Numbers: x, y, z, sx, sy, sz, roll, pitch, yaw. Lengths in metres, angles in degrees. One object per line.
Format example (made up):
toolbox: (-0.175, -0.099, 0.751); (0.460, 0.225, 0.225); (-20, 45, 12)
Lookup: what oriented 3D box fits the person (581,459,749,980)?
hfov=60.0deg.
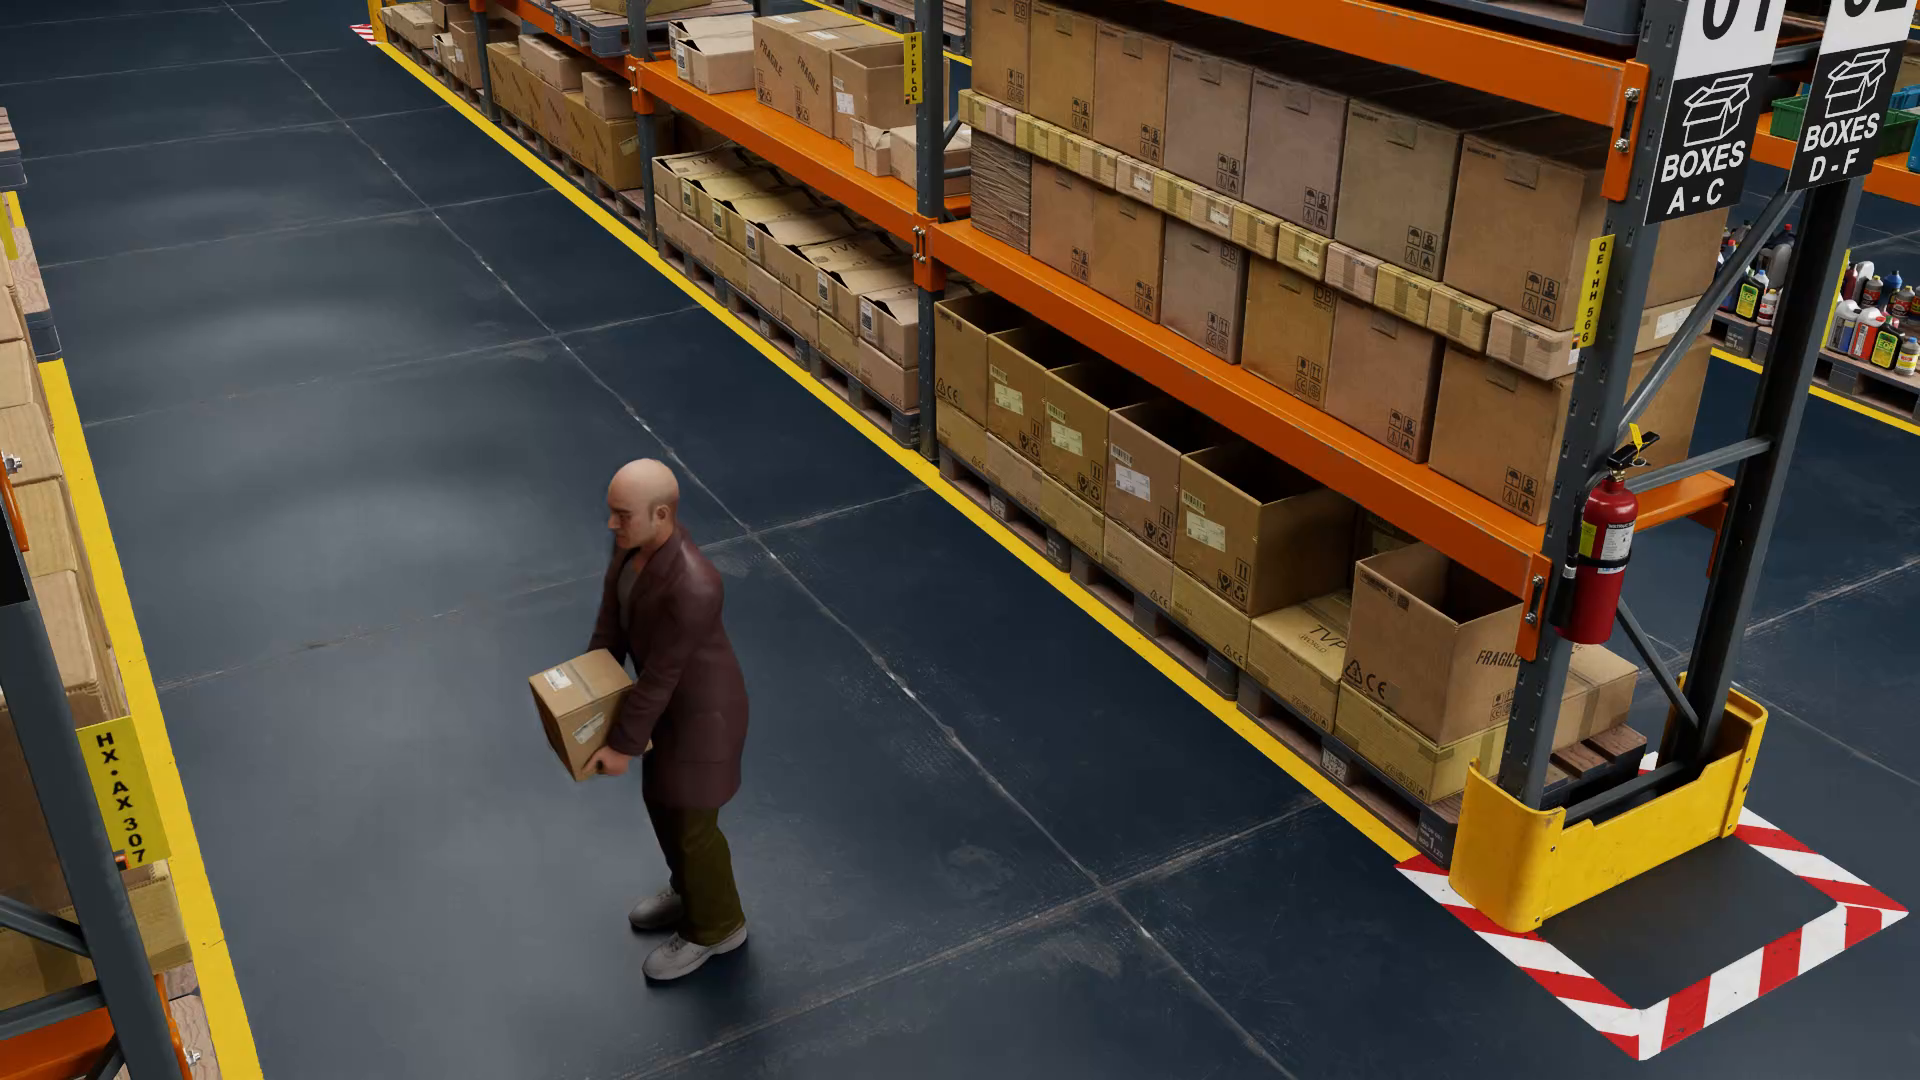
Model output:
person: (-0.940, 0.559, 5.127); (0.572, 1.774, 0.531); (-16, 33, -27)
